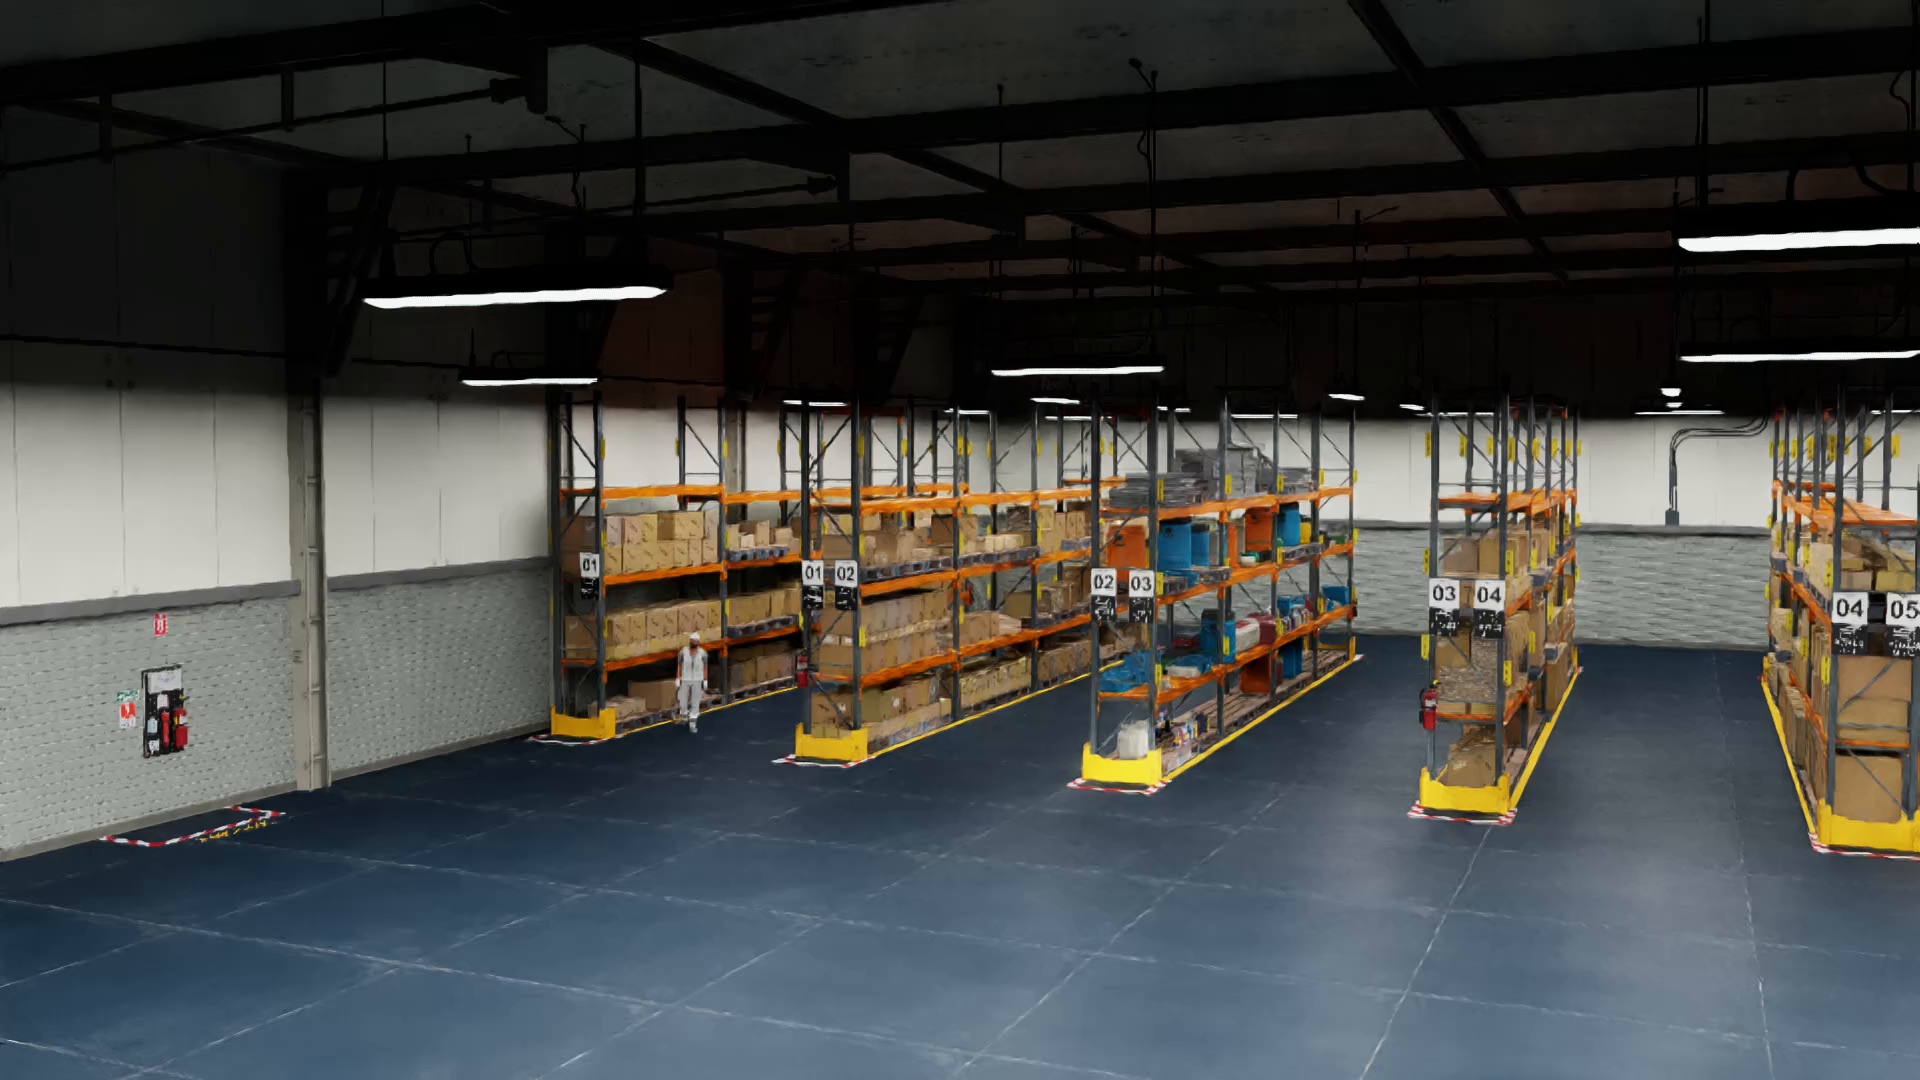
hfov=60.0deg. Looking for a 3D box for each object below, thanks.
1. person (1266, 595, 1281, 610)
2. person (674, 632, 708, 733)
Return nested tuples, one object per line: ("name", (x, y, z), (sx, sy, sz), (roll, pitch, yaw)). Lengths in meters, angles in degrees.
("person", (7.374, 2.054, 38.763), (0.639, 1.632, 0.511), (1, 3, 23))
("person", (-4.744, 2.496, 29.342), (0.589, 1.780, 0.572), (-1, 3, -12))
